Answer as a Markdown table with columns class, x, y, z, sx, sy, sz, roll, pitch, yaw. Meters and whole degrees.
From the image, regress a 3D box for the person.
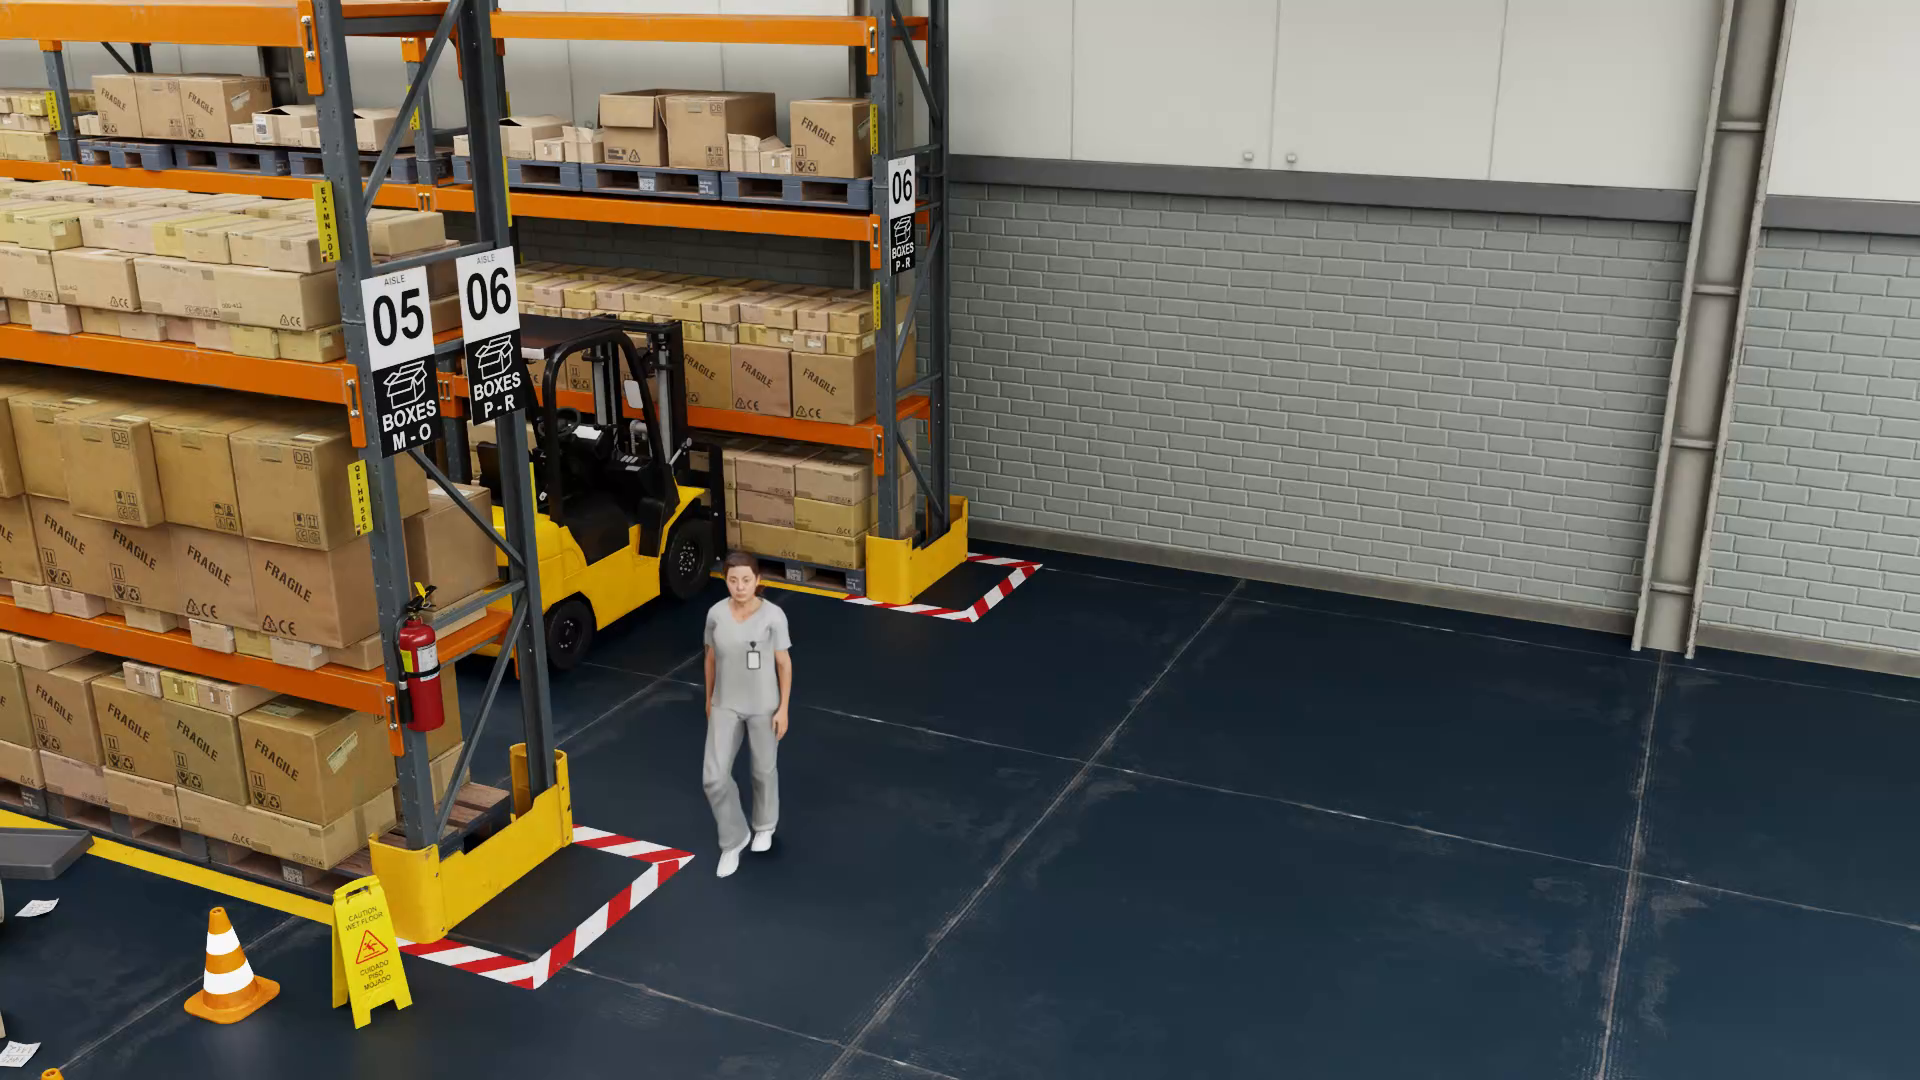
| class | x | y | z | sx | sy | sz | roll | pitch | yaw |
| --- | --- | --- | --- | --- | --- | --- | --- | --- | --- |
| person | -1.091 | 0.891 | 8.524 | 0.475 | 1.721 | 0.520 | 1 | 19 | 3 |
